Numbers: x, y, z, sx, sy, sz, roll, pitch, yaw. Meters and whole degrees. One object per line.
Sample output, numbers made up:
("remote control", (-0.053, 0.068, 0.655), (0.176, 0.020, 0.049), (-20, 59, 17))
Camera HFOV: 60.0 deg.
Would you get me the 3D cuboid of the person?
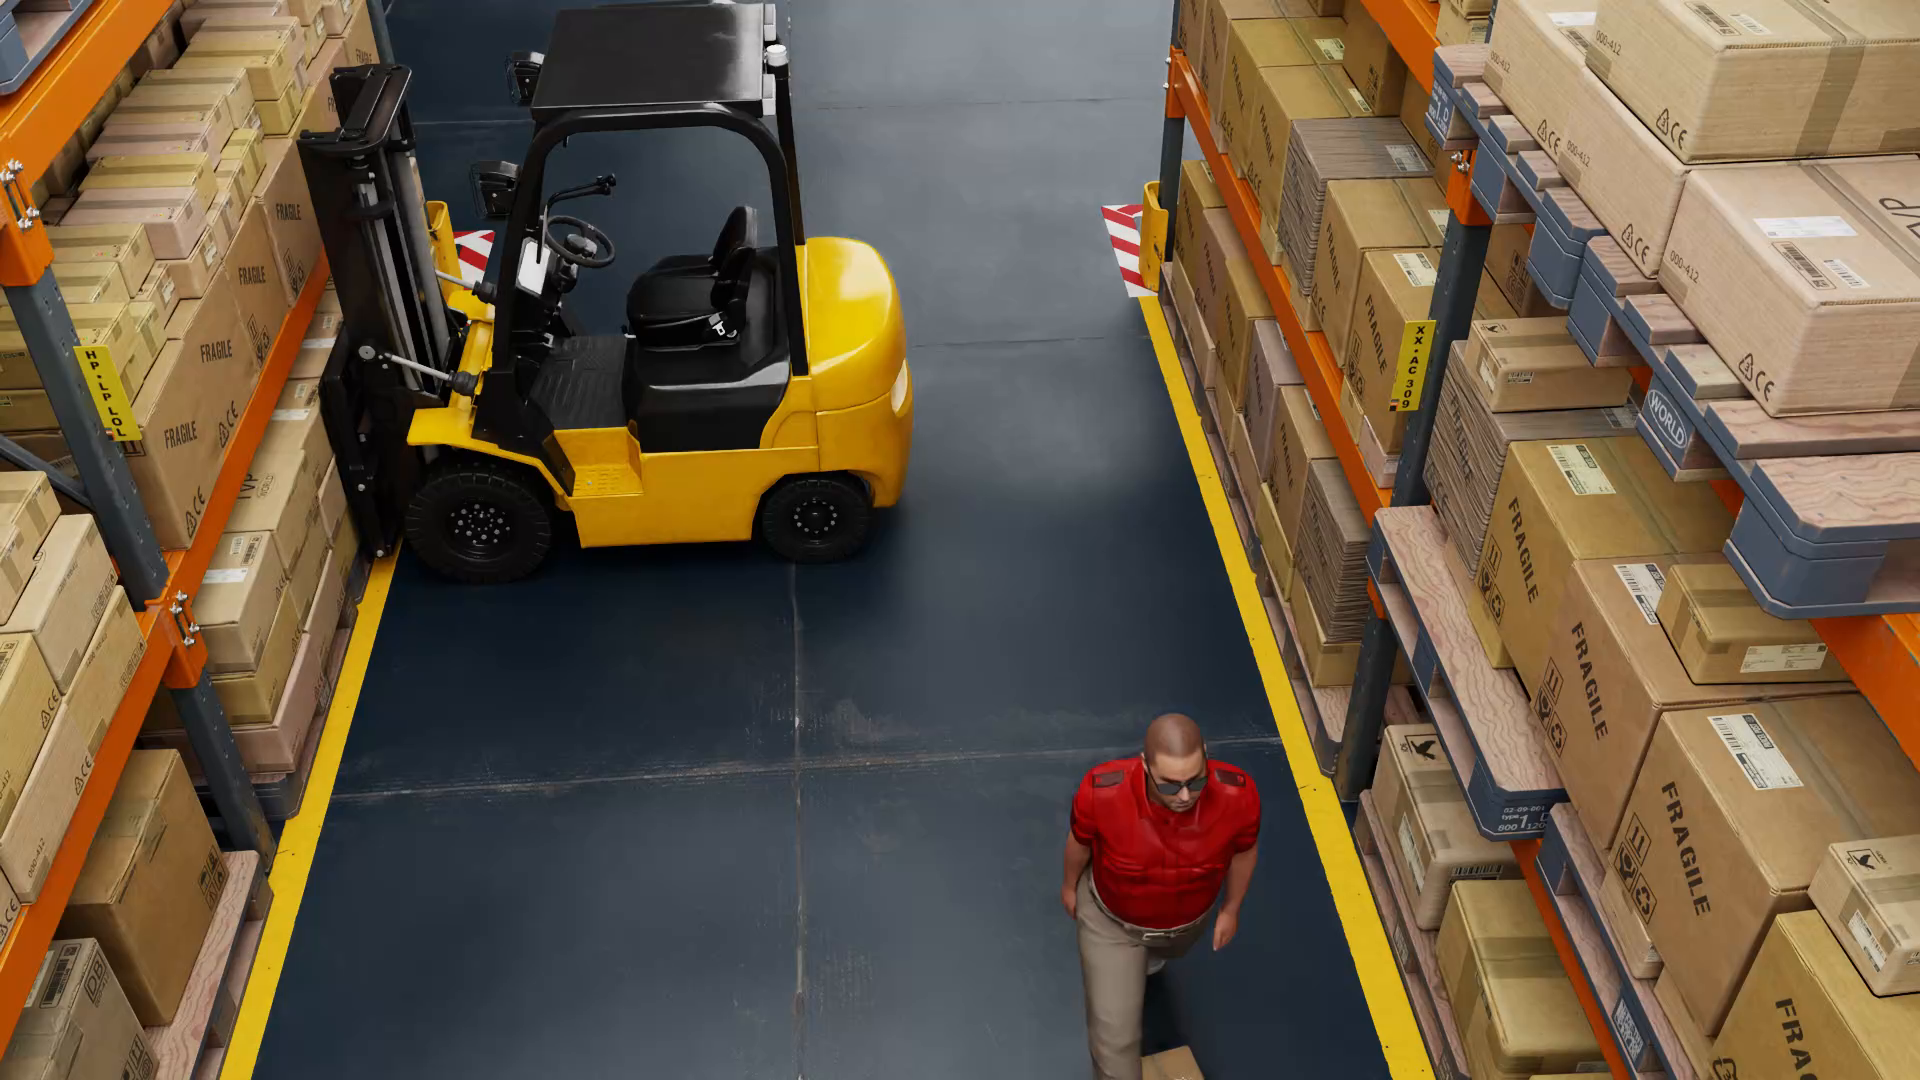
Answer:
("person", (0.576, 1.047, 4.905), (0.537, 1.667, 1.127), (-4, 39, -5))
